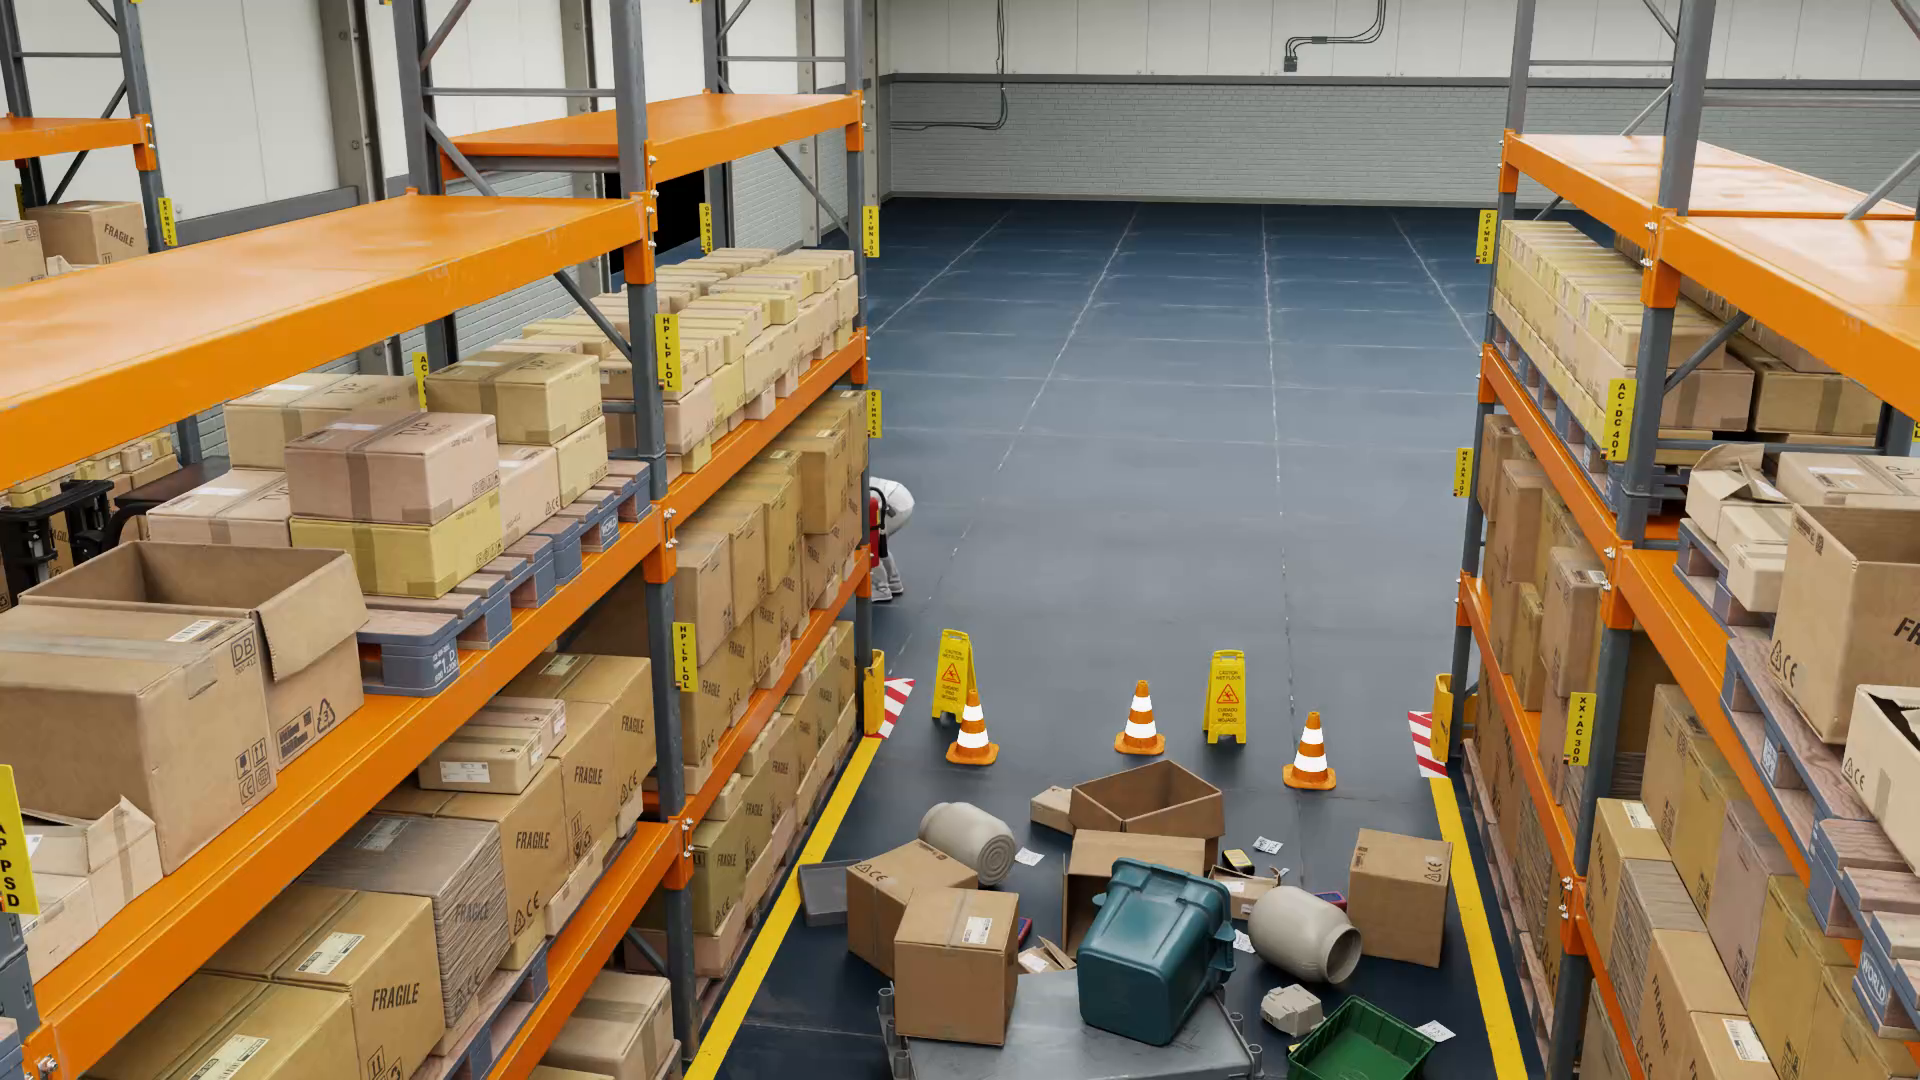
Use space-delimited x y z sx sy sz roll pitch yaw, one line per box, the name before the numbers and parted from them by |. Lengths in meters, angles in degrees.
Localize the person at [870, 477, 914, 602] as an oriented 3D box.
person | -0.844 -0.075 14.092 0.912 1.168 0.432 2 18 6
